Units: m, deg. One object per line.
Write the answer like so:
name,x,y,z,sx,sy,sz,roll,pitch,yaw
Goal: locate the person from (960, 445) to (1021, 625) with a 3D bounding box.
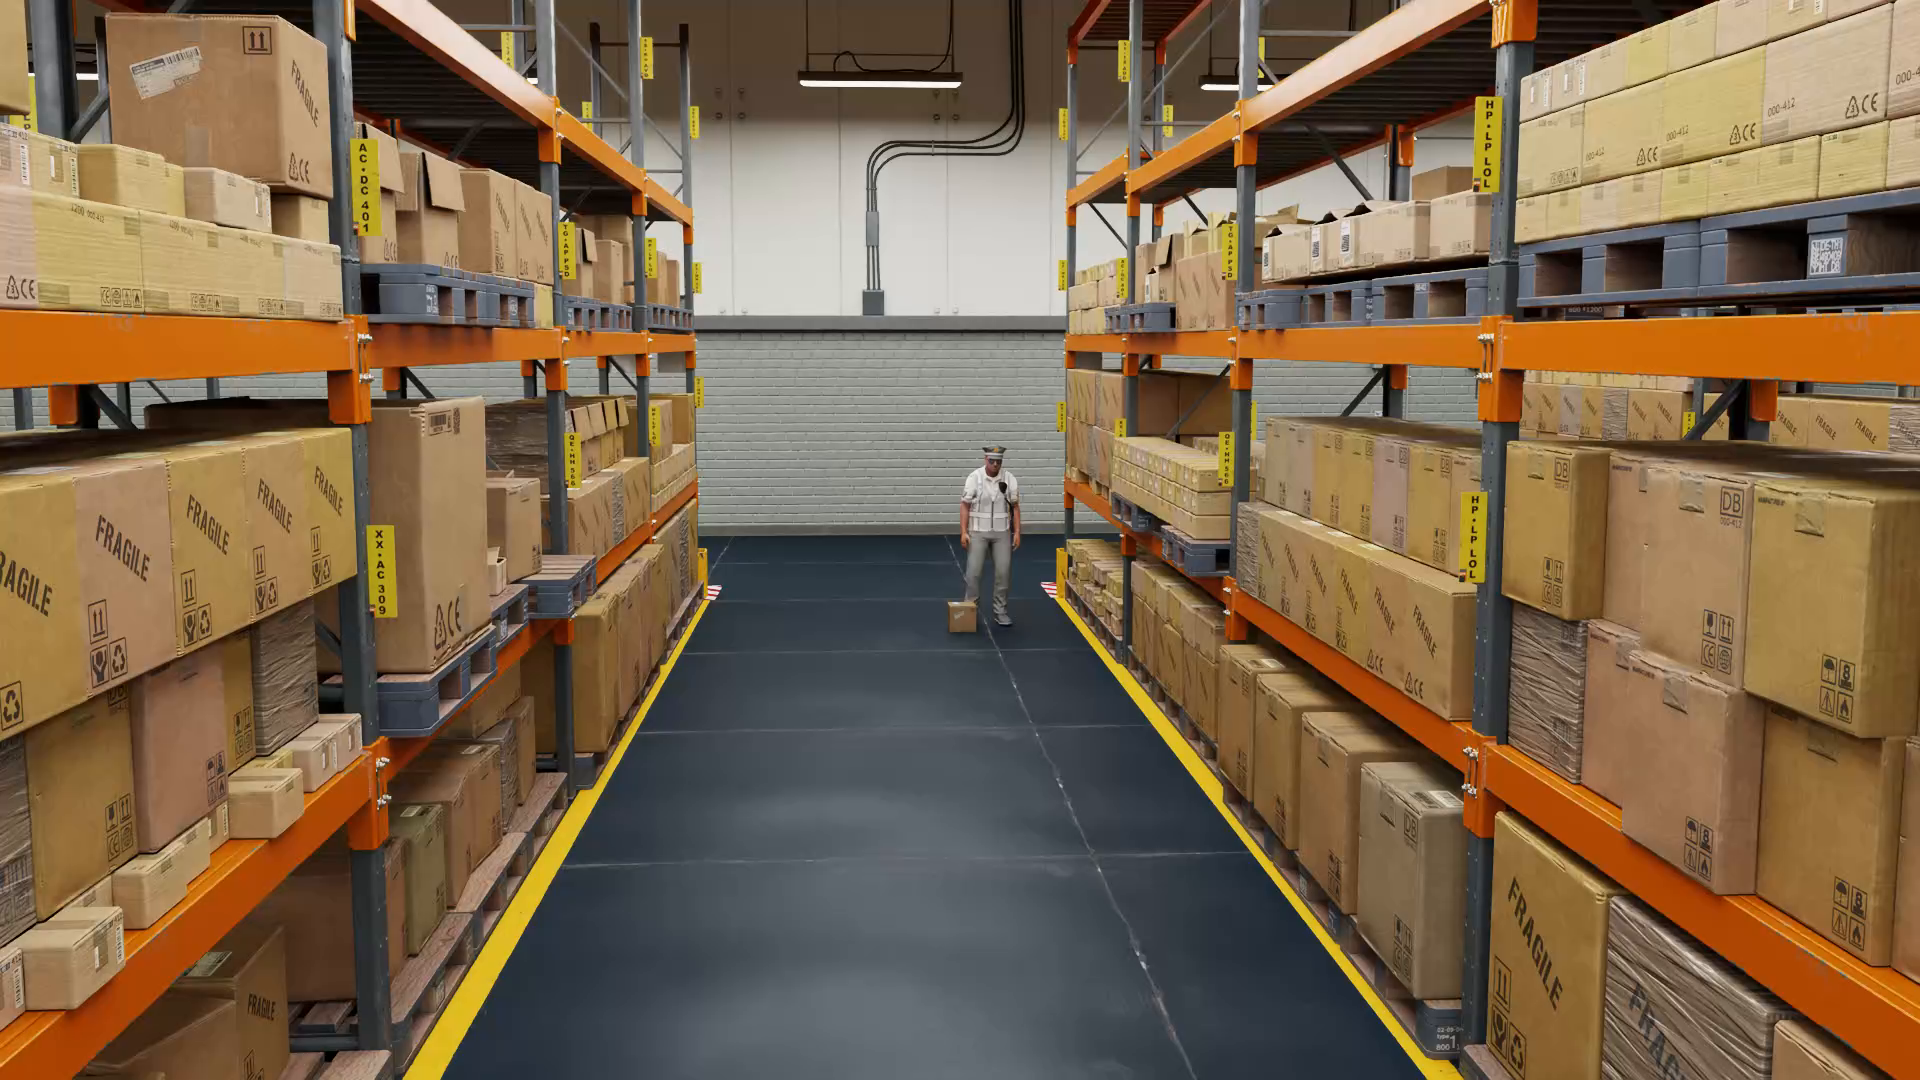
person,0.290,-0.056,16.166,0.605,1.750,0.429,-1,7,-7
